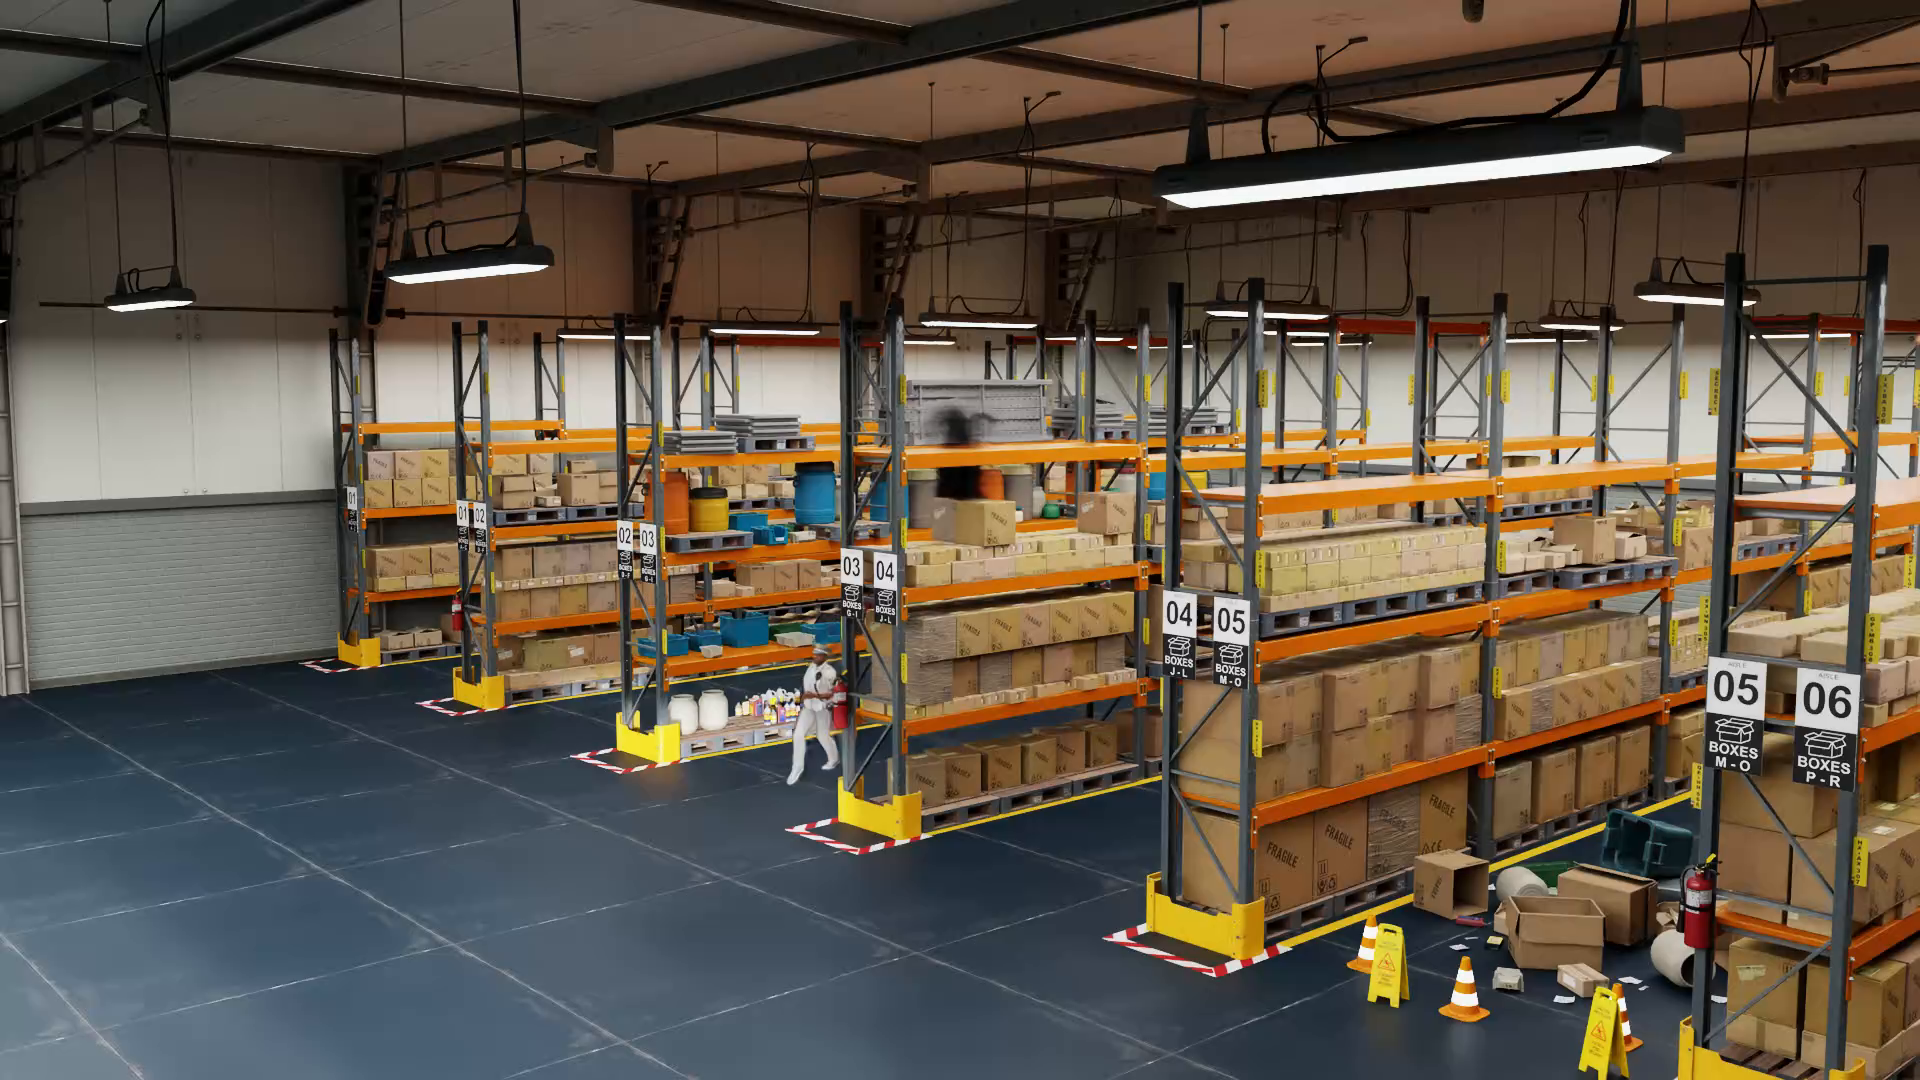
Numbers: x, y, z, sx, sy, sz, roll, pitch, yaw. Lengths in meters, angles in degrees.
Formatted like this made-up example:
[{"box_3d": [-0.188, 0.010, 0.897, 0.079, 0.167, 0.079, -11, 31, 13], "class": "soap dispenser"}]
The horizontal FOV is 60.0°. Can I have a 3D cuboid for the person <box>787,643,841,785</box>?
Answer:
[{"box_3d": [-1.669, 2.081, 20.208, 0.575, 1.731, 0.784, 4, 7, 37], "class": "person"}]

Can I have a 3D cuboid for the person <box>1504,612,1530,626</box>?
[{"box_3d": [8.364, 1.831, 24.984, 0.710, 1.759, 0.660, 5, 8, 41], "class": "person"}]
